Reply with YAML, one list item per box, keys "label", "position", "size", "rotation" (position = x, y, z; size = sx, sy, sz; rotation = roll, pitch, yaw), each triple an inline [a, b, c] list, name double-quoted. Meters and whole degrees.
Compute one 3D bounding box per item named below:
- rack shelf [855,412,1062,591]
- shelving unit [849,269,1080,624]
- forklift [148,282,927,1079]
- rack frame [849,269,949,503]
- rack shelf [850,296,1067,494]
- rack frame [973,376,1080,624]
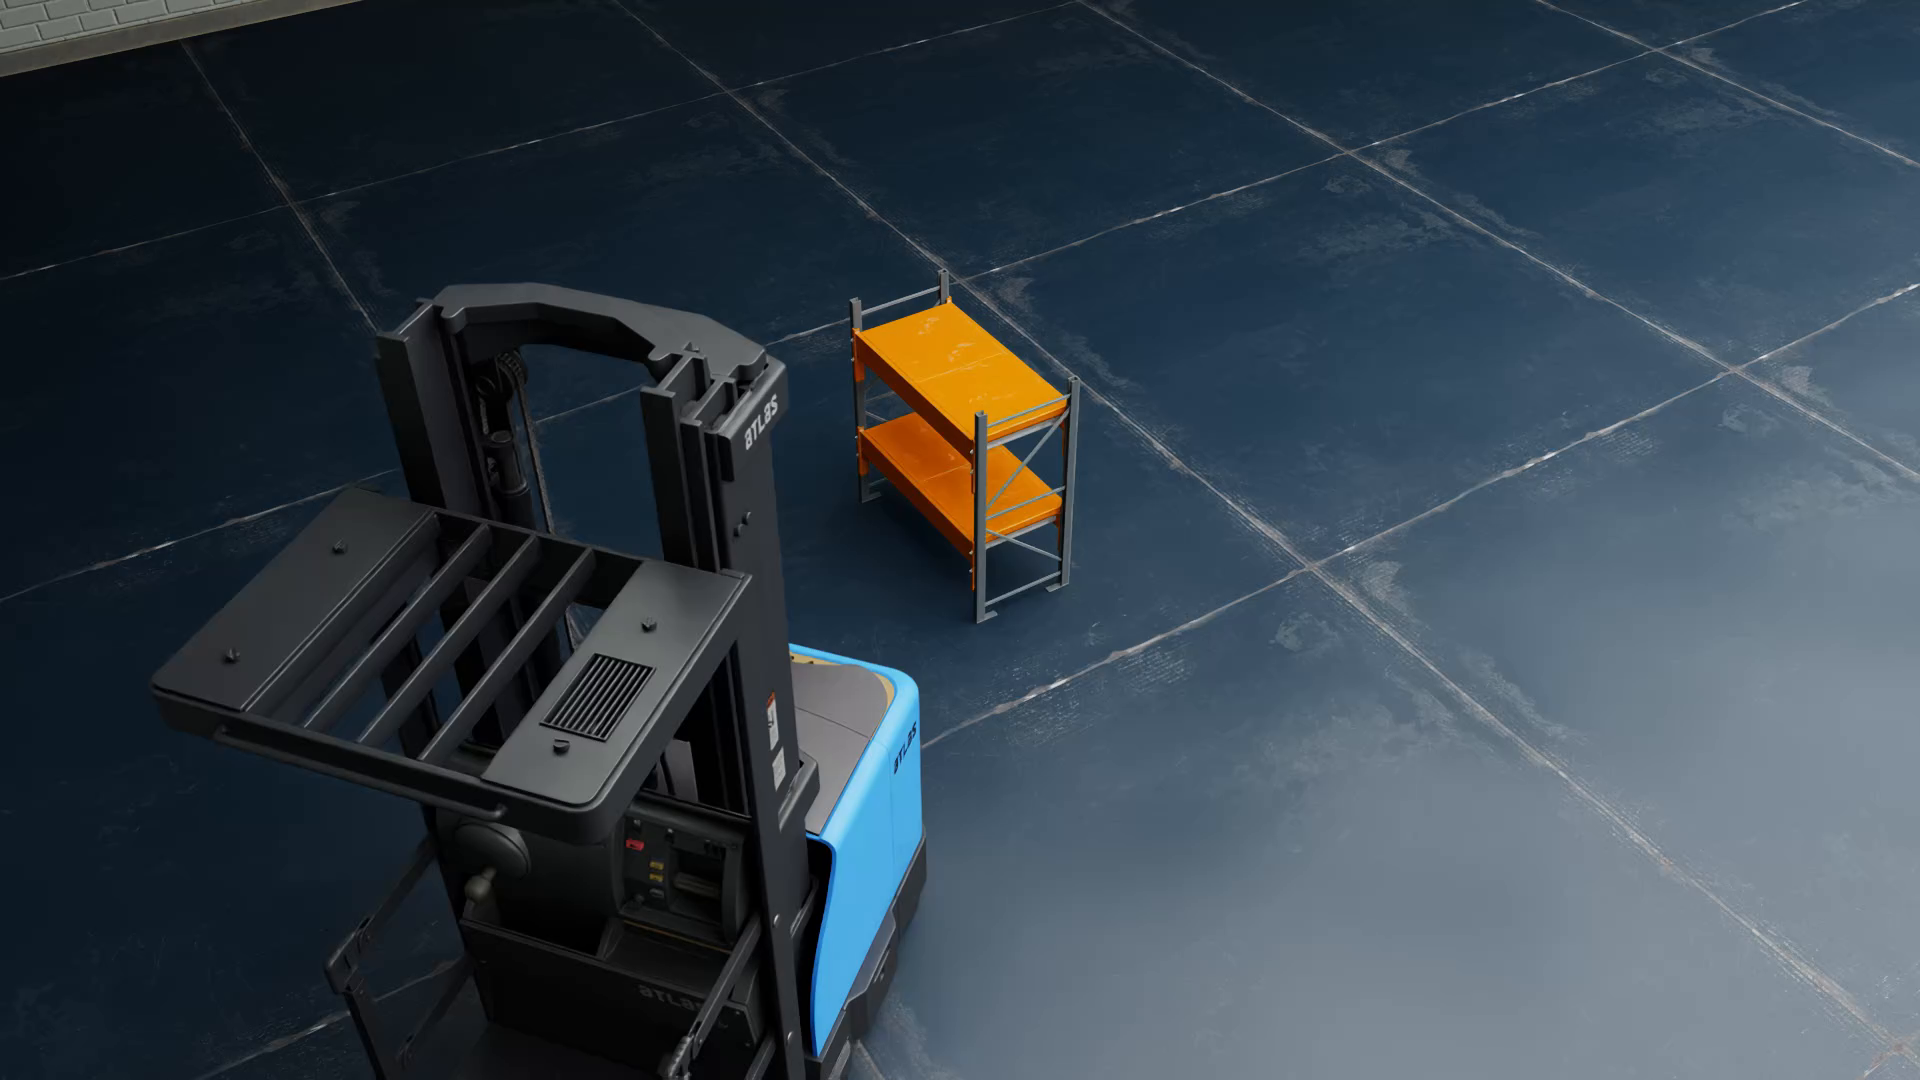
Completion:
- label: "rack shelf"
  position: [0.004, -0.241, 7.603]
  size: [0.538, 0.278, 1.000]
  rotation: [-22, 45, -24]
- label: "shelving unit"
  position: [0.004, -0.428, 7.446]
  size: [0.538, 1.125, 1.048]
  rotation: [-22, 45, -24]
- label: "forklift"
  position: [-1.088, 0.940, 4.393]
  size: [1.130, 2.935, 3.031]
  rotation: [13, 41, 15]
- label: "rack frame"
  position: [-0.270, -0.703, 7.775]
  size: [0.500, 1.125, 0.032]
  rotation: [-22, 45, -24]
- label: "rack shelf"
  position: [0.004, -0.653, 7.259]
  size: [0.538, 0.278, 1.000]
  rotation: [-22, 45, -24]
- label: "rack frame"
  position: [0.277, -0.154, 7.117]
  size: [0.500, 1.125, 0.032]
  rotation: [-22, 45, -24]
